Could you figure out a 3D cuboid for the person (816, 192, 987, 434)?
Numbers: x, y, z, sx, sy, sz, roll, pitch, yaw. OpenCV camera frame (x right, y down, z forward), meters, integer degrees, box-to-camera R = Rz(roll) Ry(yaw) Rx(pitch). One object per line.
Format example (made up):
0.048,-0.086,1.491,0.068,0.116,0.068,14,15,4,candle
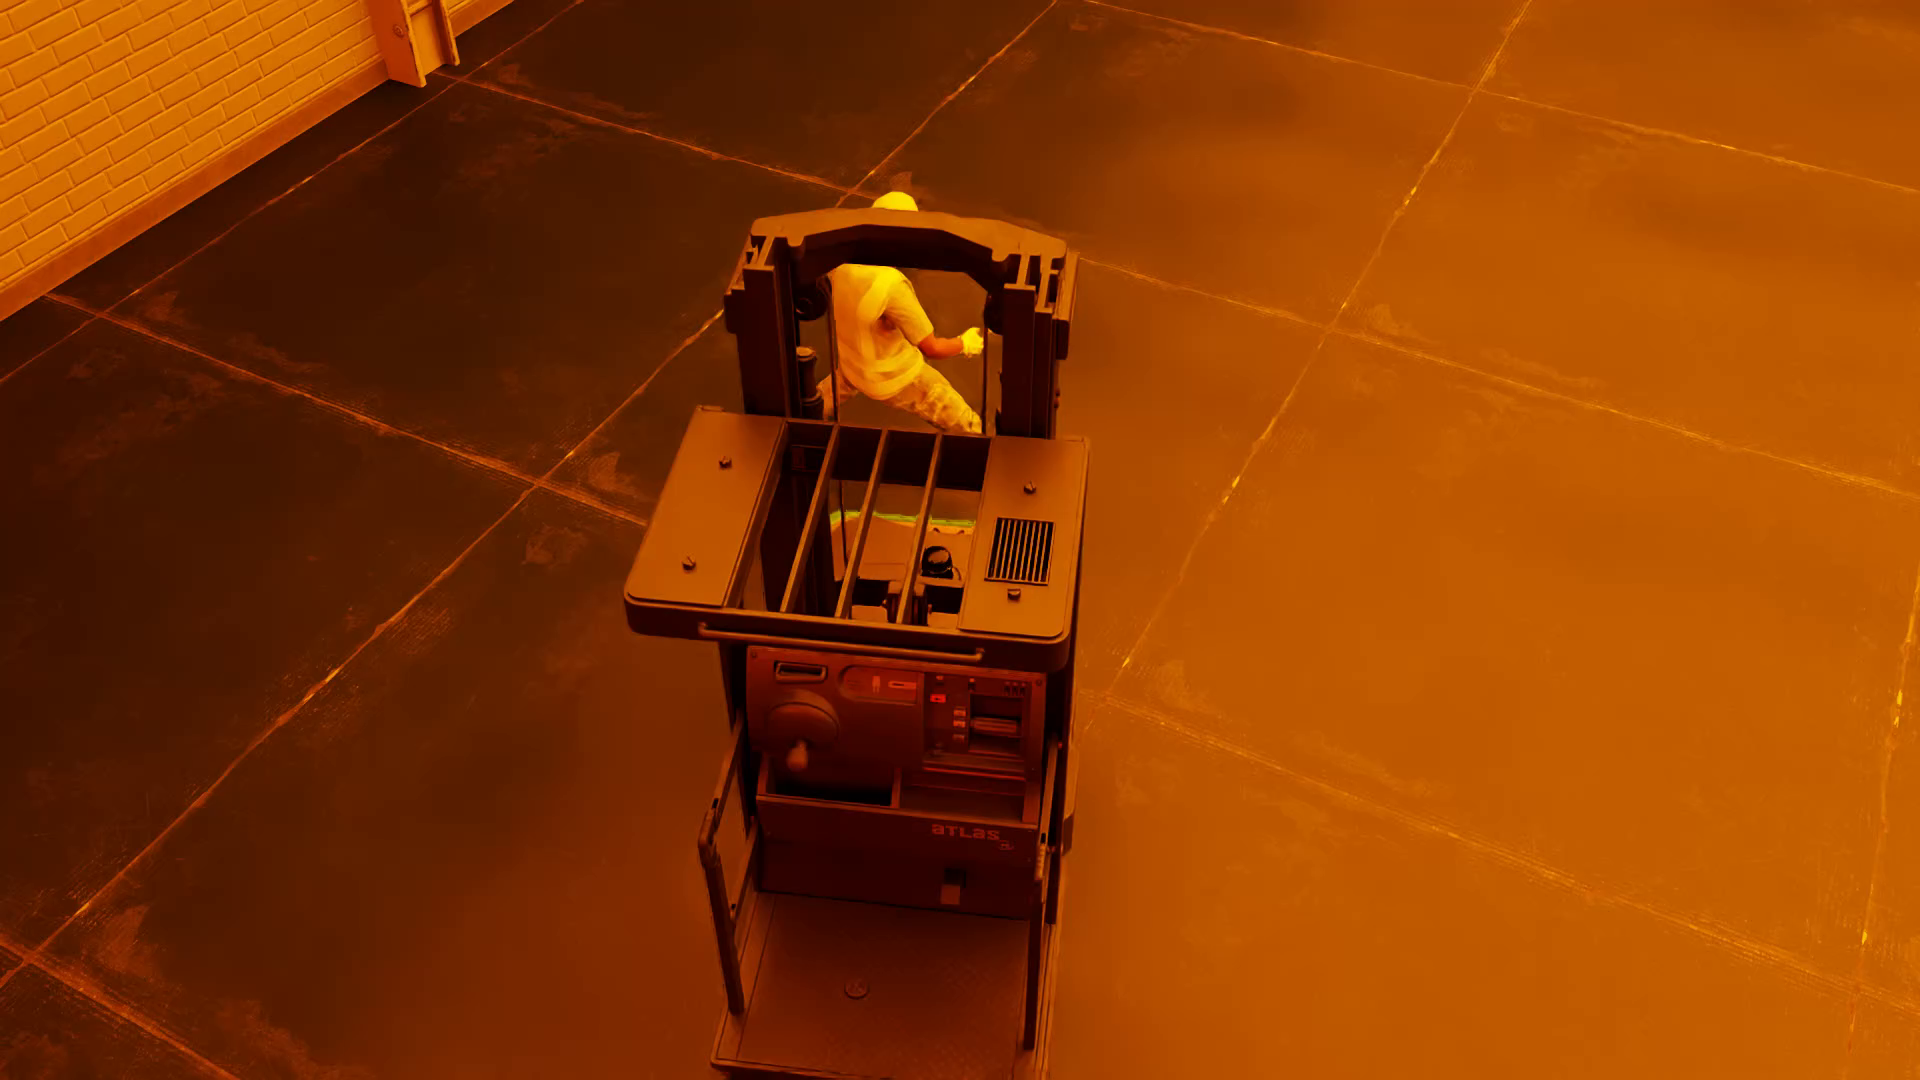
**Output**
-0.273,-0.940,7.638,0.948,1.573,1.274,-26,49,-25,person

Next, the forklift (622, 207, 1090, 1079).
-0.226,0.632,4.983,1.130,2.935,3.031,5,44,5,forklift
